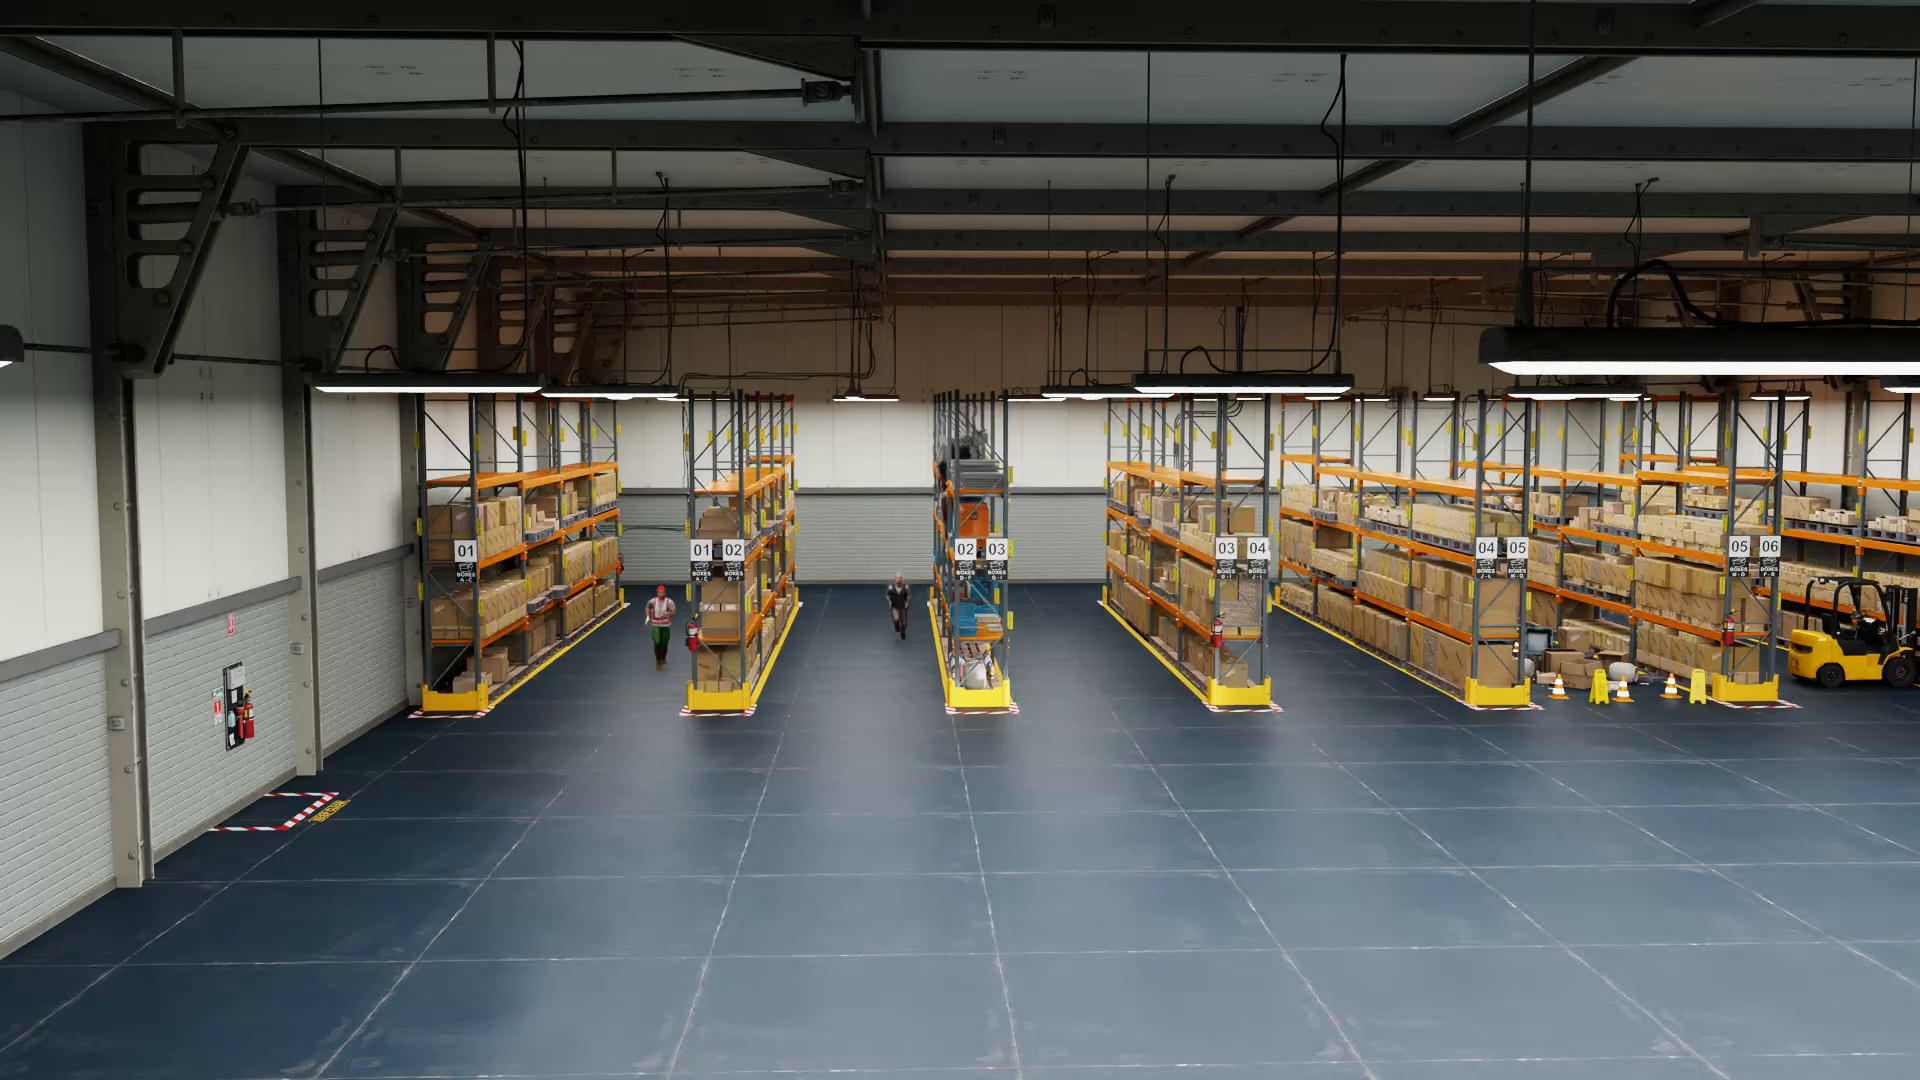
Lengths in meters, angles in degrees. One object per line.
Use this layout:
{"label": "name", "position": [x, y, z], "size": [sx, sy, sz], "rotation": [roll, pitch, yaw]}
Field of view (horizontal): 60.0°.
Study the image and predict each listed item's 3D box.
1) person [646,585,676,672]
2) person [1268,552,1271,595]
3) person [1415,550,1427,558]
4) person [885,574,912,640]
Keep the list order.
{"label": "person", "position": [-6.463, 1.894, 35.946], "size": [0.643, 1.844, 0.876], "rotation": [-1, 5, -14]}
{"label": "person", "position": [8.826, 0.890, 48.590], "size": [0.818, 1.787, 0.703], "rotation": [-2, 5, -28]}
{"label": "person", "position": [13.497, 0.833, 49.284], "size": [0.980, 1.745, 0.665], "rotation": [0, 5, -5]}
{"label": "person", "position": [-1.467, 1.615, 39.715], "size": [0.657, 1.607, 0.710], "rotation": [0, 5, -4]}
